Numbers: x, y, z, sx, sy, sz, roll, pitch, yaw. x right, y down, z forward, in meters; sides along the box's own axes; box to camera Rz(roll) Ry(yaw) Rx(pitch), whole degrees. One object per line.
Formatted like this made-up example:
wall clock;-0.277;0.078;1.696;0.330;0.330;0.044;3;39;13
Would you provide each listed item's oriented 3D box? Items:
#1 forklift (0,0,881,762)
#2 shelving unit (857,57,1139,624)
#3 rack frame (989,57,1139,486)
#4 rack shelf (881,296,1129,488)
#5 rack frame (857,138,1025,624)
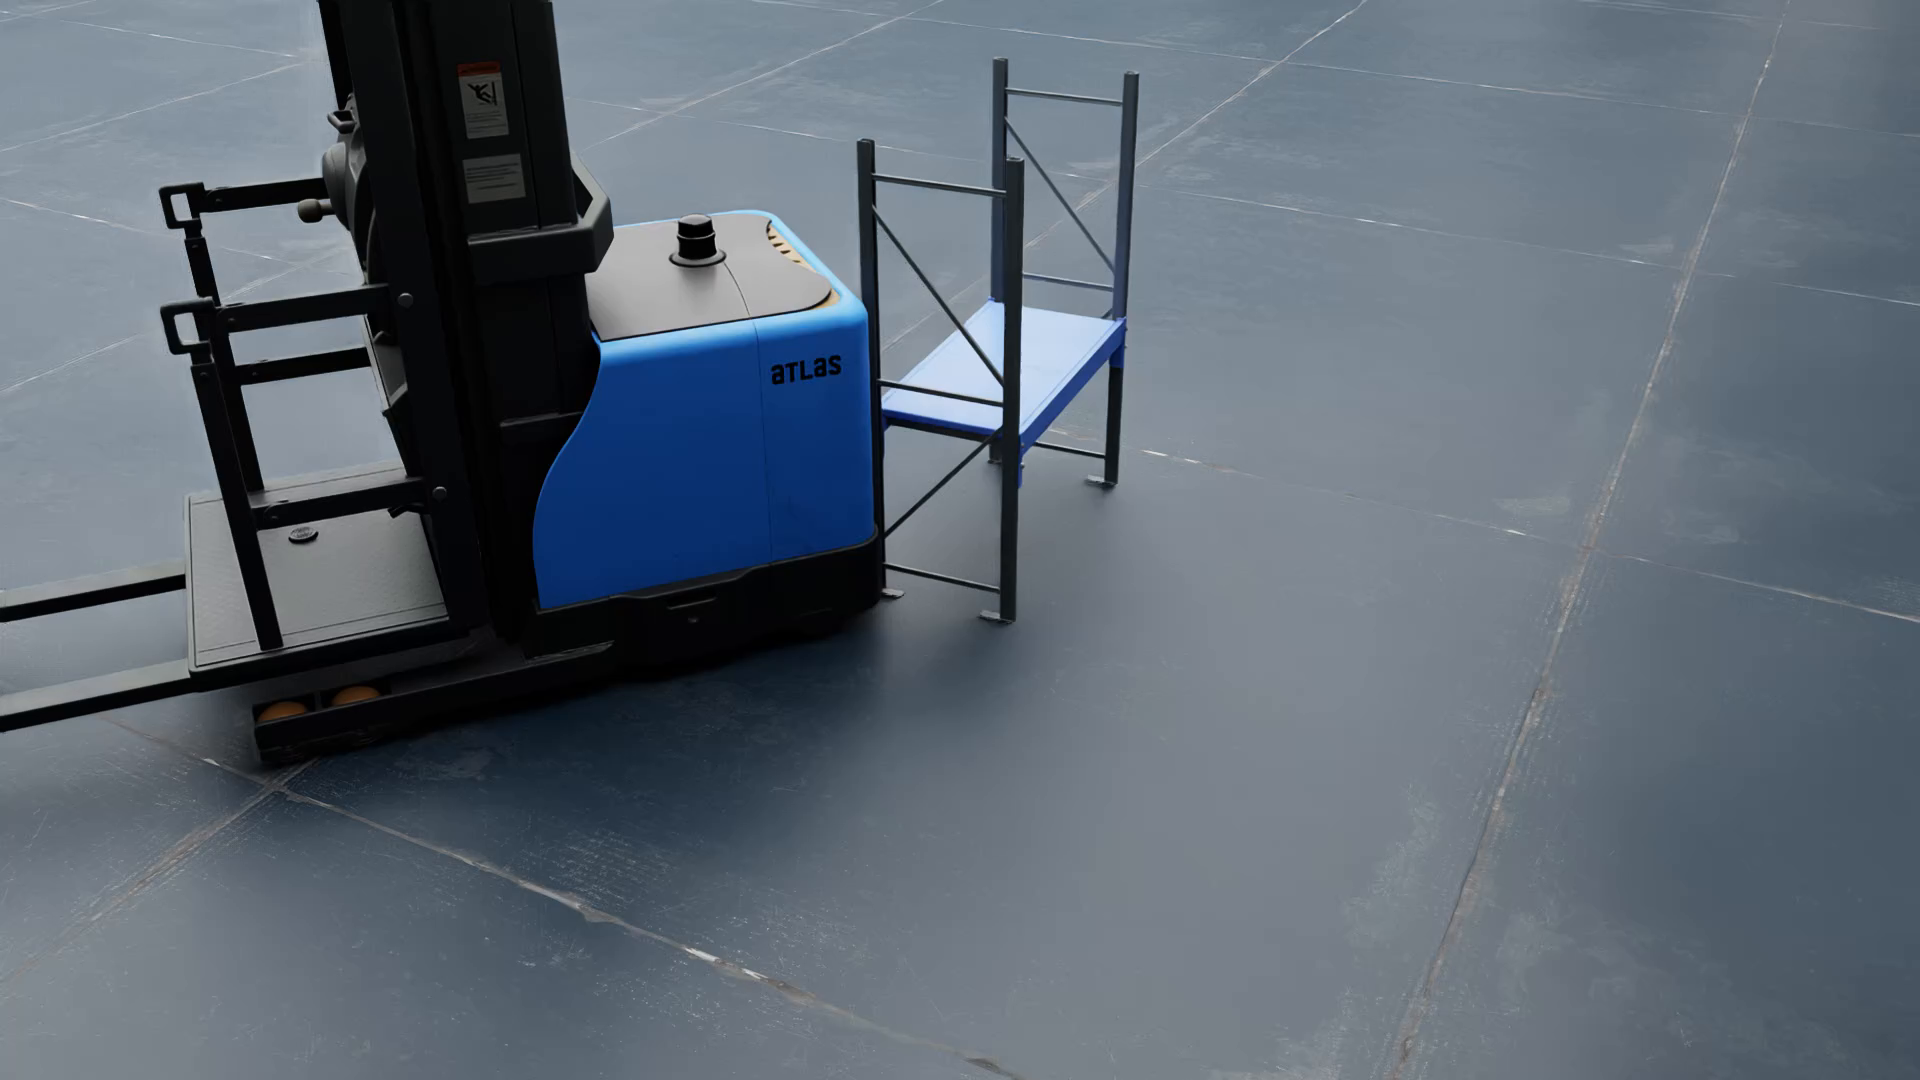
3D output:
forklift;-1.819;-0.948;4.457;3.031;2.935;1.130;-12;32;-20
shelving unit;0.143;-0.671;5.412;0.538;1.500;1.048;12;32;20
rack frame;0.344;-0.904;5.817;0.500;1.500;0.032;12;32;20
rack shelf;0.143;-0.515;5.502;0.538;0.185;1.000;12;32;20
rack frame;-0.058;-0.439;5.008;0.500;1.500;0.032;12;32;20
